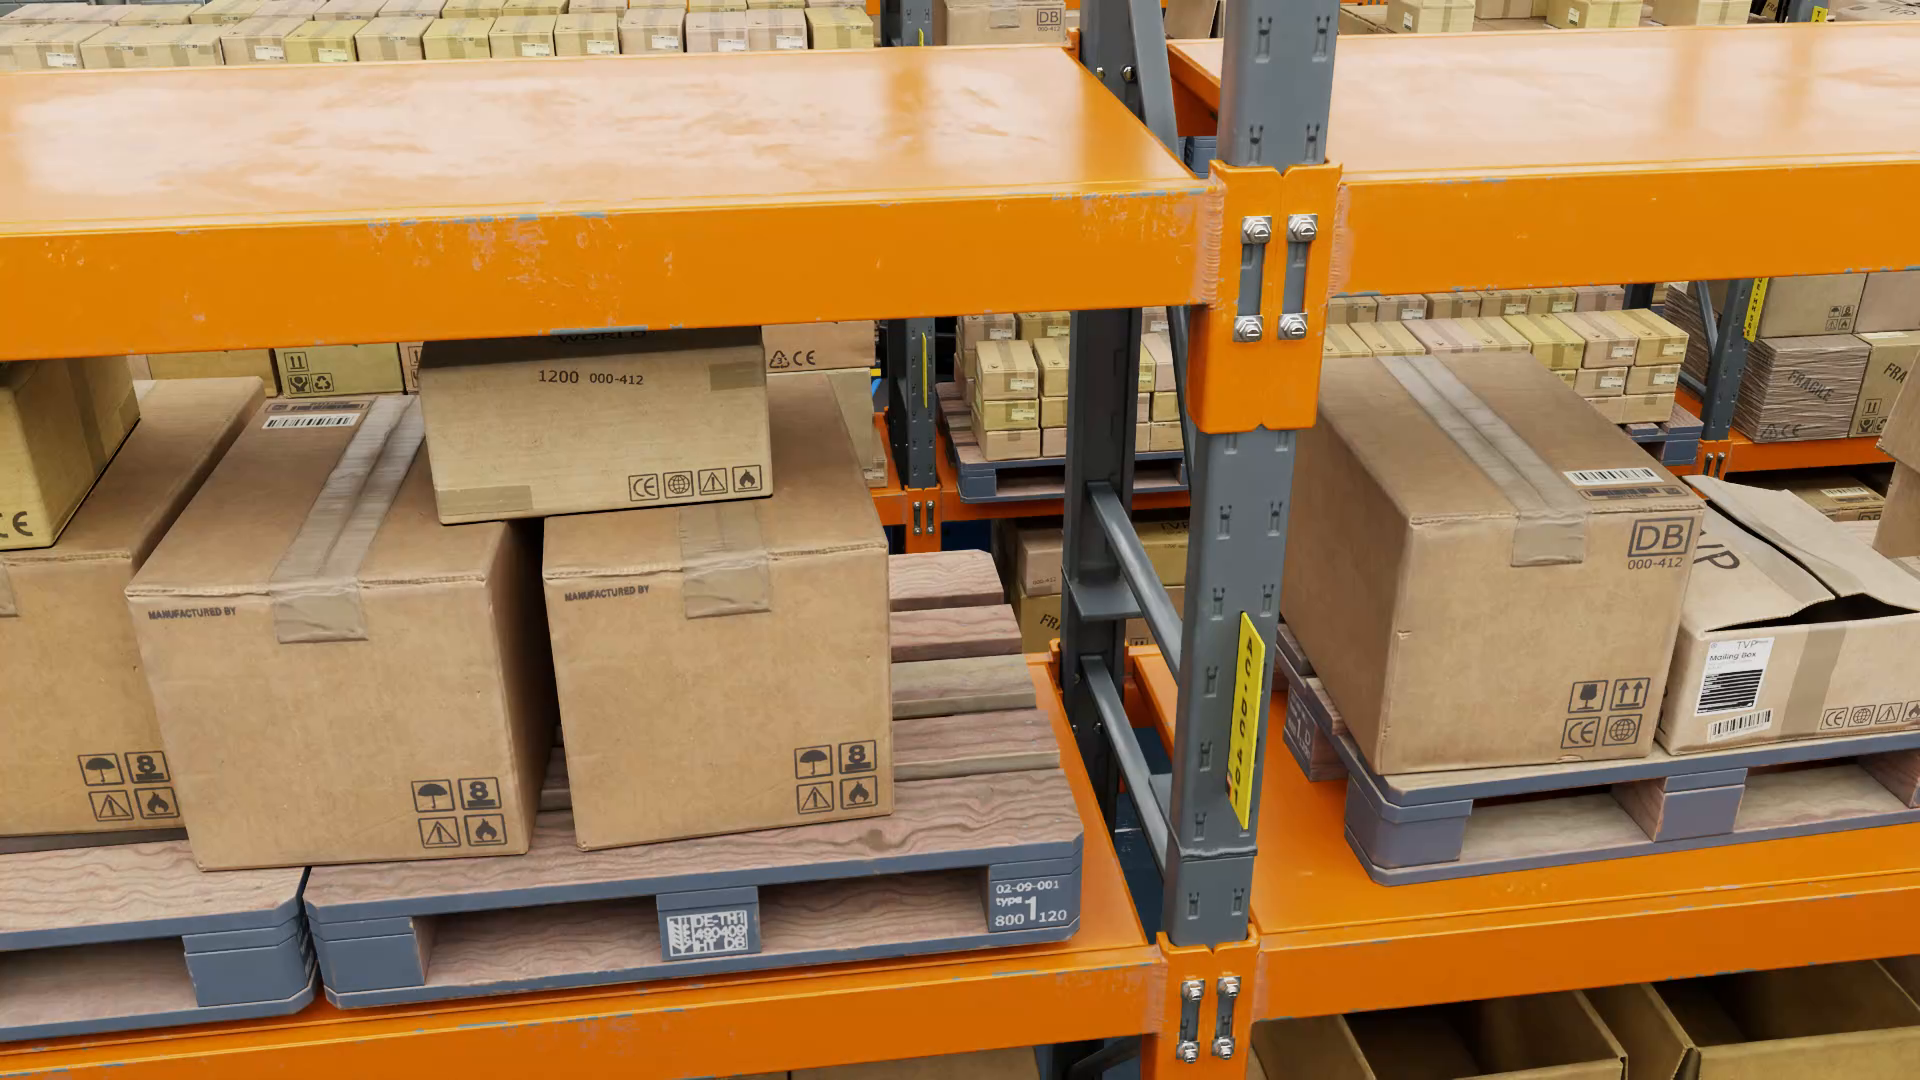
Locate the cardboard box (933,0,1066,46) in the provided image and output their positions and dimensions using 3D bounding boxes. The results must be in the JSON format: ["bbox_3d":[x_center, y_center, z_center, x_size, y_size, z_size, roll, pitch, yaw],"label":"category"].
[{"bbox_3d":[0.147,-2.166,7.331,0.500,0.500,0.700,-4,27,-7],"label":"cardboard box"}]

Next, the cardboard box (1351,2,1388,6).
[{"bbox_3d":[4.225,-5.529,17.357,0.500,0.250,0.500,-3,27,-6],"label":"cardboard box"}]

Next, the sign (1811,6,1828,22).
[{"bbox_3d":[3.791,-2.200,7.399,0.005,0.325,0.100,-4,27,-7],"label":"sign"}]

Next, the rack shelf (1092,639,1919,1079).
[{"bbox_3d":[2.328,0.481,3.529,4.000,0.370,1.077,-4,27,-7],"label":"rack shelf"}]

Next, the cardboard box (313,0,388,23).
[{"bbox_3d":[-2.643,-2.260,7.264,0.250,0.149,0.380,-3,27,-6],"label":"cardboard box"}]

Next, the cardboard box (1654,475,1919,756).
[{"bbox_3d":[1.447,0.112,3.098,0.500,0.311,0.500,-5,28,-9],"label":"cardboard box"}]

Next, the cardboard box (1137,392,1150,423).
[{"bbox_3d":[0.723,-0.685,7.788,0.250,0.149,0.380,-3,27,-6],"label":"cardboard box"}]

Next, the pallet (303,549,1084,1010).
[{"bbox_3d":[-0.464,0.375,3.045,1.213,0.211,1.003,-4,27,-7],"label":"pallet"}]

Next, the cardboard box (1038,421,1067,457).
[{"bbox_3d":[0.485,-0.539,7.829,0.250,0.149,0.380,-3,27,-6],"label":"cardboard box"}]

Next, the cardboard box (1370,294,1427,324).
[{"bbox_3d":[2.194,-1.212,8.490,0.250,0.149,0.380,-2,27,-5],"label":"cardboard box"}]

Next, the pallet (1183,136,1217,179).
[{"bbox_3d":[1.410,-1.936,7.657,1.003,0.211,1.213,-4,27,-7],"label":"pallet"}]

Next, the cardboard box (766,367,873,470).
[{"bbox_3d":[-0.683,-0.644,7.785,0.500,0.500,0.500,-4,27,-7],"label":"cardboard box"}]

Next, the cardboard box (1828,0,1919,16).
[{"bbox_3d":[4.711,-2.609,8.291,0.500,0.311,0.500,-4,27,-7],"label":"cardboard box"}]

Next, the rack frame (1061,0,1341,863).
[{"bbox_3d":[0.348,-1.047,2.432,0.127,3.000,1.000,-4,27,-7],"label":"rack frame"}]

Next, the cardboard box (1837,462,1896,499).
[{"bbox_3d":[5.199,-0.122,9.206,0.750,0.750,1.050,-3,27,-6],"label":"cardboard box"}]

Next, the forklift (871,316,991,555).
[{"bbox_3d":[0.095,-1.586,10.130,1.130,2.935,3.031,4,27,8],"label":"forklift"}]

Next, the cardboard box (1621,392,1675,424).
[{"bbox_3d":[3.293,-0.716,8.176,0.250,0.149,0.380,-3,27,-6],"label":"cardboard box"}]

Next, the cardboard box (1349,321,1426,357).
[{"bbox_3d":[2.016,-0.901,7.883,0.250,0.149,0.380,-2,27,-5],"label":"cardboard box"}]

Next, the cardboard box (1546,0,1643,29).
[{"bbox_3d":[2.848,-2.418,7.442,0.258,0.266,0.396,-4,27,-7],"label":"cardboard box"}]

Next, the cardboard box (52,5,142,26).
[{"bbox_3d":[-3.661,-2.174,7.096,0.250,0.149,0.380,-3,27,-6],"label":"cardboard box"}]

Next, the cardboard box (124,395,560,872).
[{"bbox_3d":[-0.952,0.121,2.763,0.500,0.500,0.700,-2,27,-4],"label":"cardboard box"}]

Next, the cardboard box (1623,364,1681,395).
[{"bbox_3d":[3.292,-0.851,8.111,0.250,0.149,0.380,-3,27,-6],"label":"cardboard box"}]

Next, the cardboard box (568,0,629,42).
[{"bbox_3d":[-1.597,-2.319,7.379,0.250,0.149,0.380,-5,28,-9],"label":"cardboard box"}]

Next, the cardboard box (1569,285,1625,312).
[{"bbox_3d":[3.229,-1.278,8.619,0.250,0.149,0.380,-4,27,-7],"label":"cardboard box"}]

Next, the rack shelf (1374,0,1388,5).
[{"bbox_3d":[4.909,-4.254,12.756,4.000,0.370,1.077,-4,27,-7],"label":"rack shelf"}]

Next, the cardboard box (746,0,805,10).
[{"bbox_3d":[-0.839,-2.382,7.502,0.250,0.149,0.380,-5,28,-9],"label":"cardboard box"}]

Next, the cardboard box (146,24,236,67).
[{"bbox_3d":[-3.077,-1.964,6.687,0.250,0.149,0.380,-3,27,-6],"label":"cardboard box"}]

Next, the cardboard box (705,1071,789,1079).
[{"bbox_3d":[-0.567,1.403,3.246,0.500,0.500,0.500,-3,27,-7],"label":"cardboard box"}]

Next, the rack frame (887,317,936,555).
[{"bbox_3d":[-0.243,-0.626,8.184,0.127,3.000,1.000,-4,27,-7],"label":"rack frame"}]

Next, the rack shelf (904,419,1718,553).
[{"bbox_3d":[1.737,-0.433,8.597,4.000,0.370,1.077,-4,27,-7],"label":"rack shelf"}]

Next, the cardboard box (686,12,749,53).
[{"bbox_3d":[-1.011,-2.094,6.940,0.250,0.149,0.380,-4,27,-7],"label":"cardboard box"}]

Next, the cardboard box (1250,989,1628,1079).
[{"bbox_3d":[0.979,1.087,3.637,0.637,0.503,0.797,-4,27,-8],"label":"cardboard box"}]

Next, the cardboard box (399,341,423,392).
[{"bbox_3d":[-2.202,-0.994,7.371,0.500,0.500,0.500,-5,28,-9],"label":"cardboard box"}]

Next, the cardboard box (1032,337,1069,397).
[{"bbox_3d":[0.486,-0.804,7.694,0.250,0.149,0.380,-3,27,-6],"label":"cardboard box"}]

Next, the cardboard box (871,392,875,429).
[{"bbox_3d":[-0.569,-0.644,8.495,0.250,0.149,0.380,-3,27,-5],"label":"cardboard box"}]

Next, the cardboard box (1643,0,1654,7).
[{"bbox_3d":[7.183,-5.605,17.779,0.500,0.500,0.500,-3,27,-6],"label":"cardboard box"}]

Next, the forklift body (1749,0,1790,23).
[{"bbox_3d":[8.531,-4.541,16.745,1.214,2.155,2.313,-4,27,-7],"label":"forklift body"}]

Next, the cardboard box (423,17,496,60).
[{"bbox_3d":[-2.040,-2.031,6.817,0.250,0.149,0.380,-4,27,-8],"label":"cardboard box"}]

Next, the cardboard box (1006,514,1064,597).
[{"bbox_3d":[0.525,0.038,8.347,0.500,0.250,0.500,-5,28,-9],"label":"cardboard box"}]

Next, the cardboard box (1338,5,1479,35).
[{"bbox_3d":[2.127,-2.274,8.002,0.500,0.500,0.500,-4,27,-7],"label":"cardboard box"}]

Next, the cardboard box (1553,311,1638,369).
[{"bbox_3d":[3.047,-0.967,8.012,0.250,0.149,0.380,-4,27,-8],"label":"cardboard box"}]

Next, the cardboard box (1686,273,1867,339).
[{"bbox_3d":[4.164,-1.394,8.476,0.500,0.500,0.700,-4,27,-7],"label":"cardboard box"}]

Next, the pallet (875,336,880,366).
[{"bbox_3d":[-0.279,-1.700,13.332,1.213,0.211,1.003,-4,27,-7],"label":"pallet"}]

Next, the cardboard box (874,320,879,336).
[{"bbox_3d":[-0.430,-2.175,13.070,0.875,0.875,0.875,-3,27,-6],"label":"cardboard box"}]
